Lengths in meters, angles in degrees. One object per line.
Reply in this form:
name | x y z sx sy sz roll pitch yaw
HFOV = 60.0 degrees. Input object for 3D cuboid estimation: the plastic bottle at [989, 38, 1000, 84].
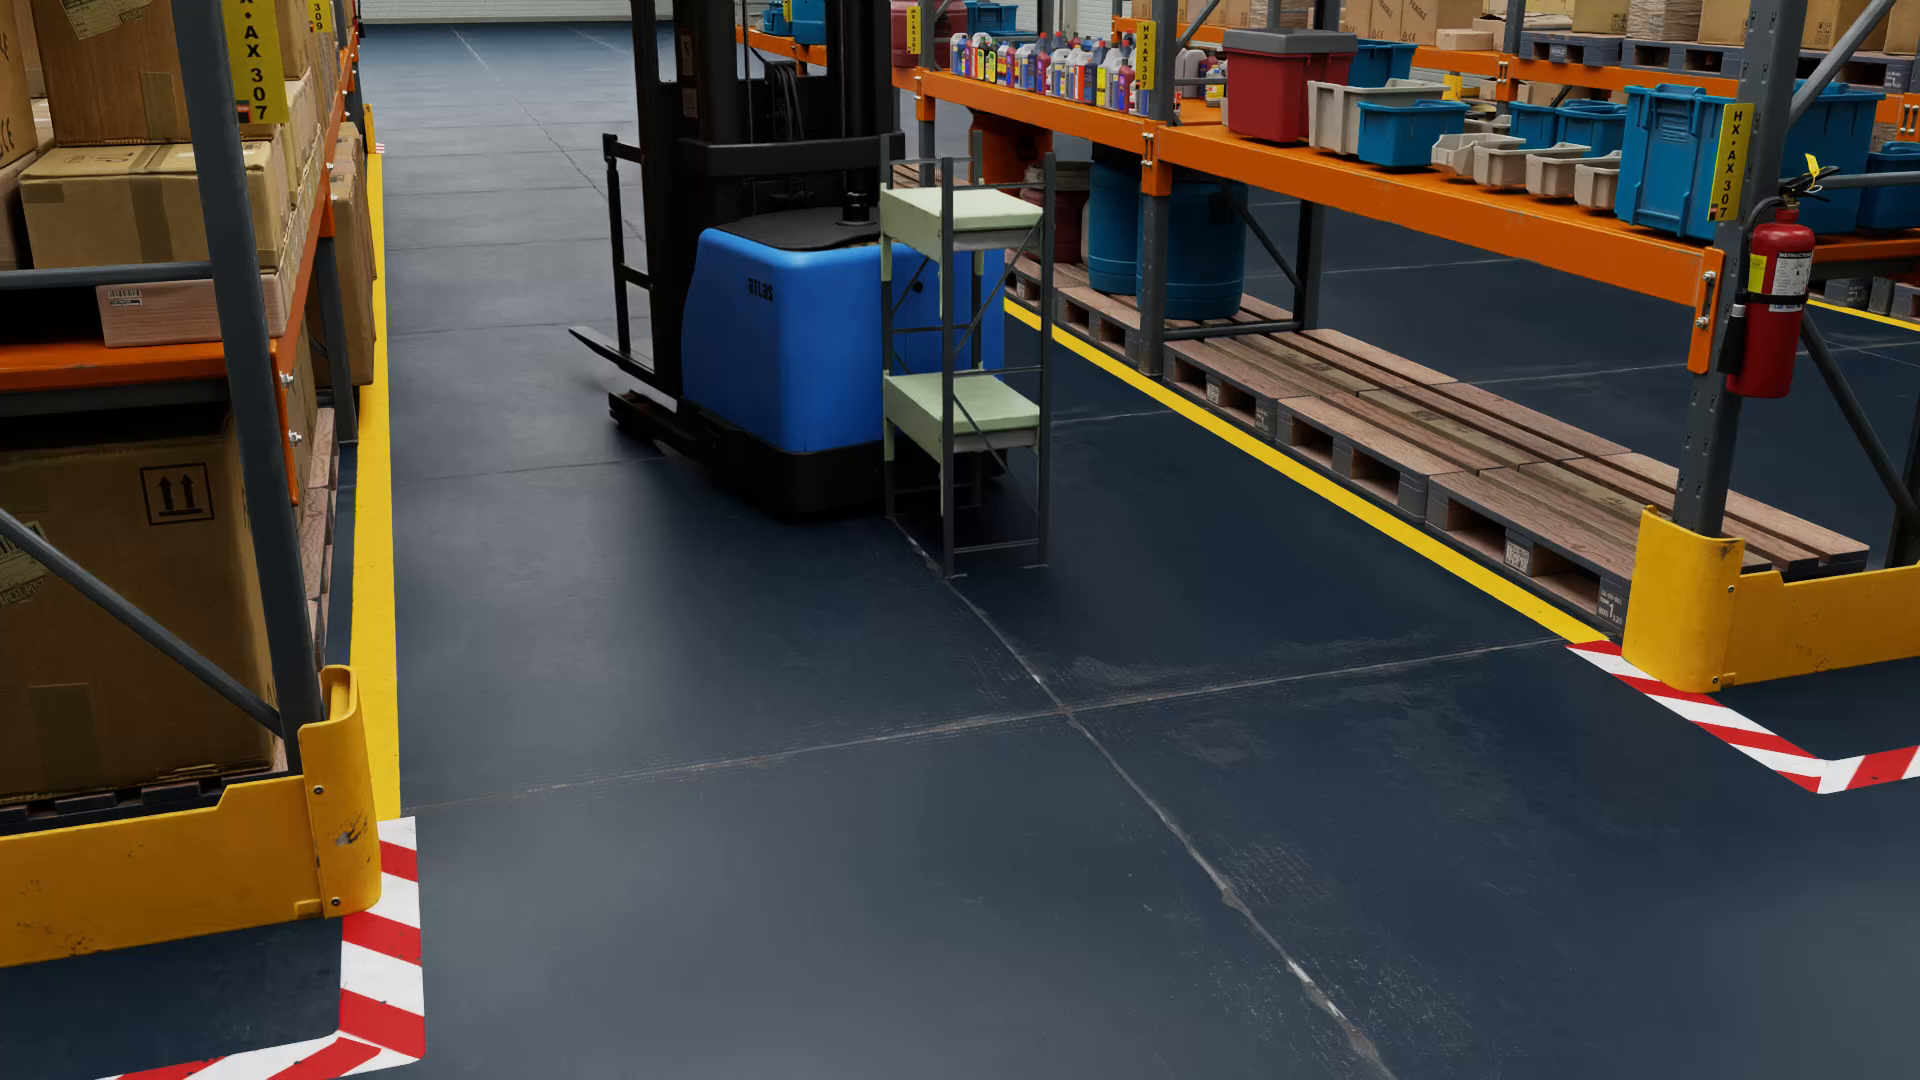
plastic bottle | 0.236 -3.126 10.855 0.061 0.283 0.133 -6 21 -17

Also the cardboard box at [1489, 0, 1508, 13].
cardboard box | 7.109 -6.828 21.181 0.500 0.250 0.500 -7 21 -19

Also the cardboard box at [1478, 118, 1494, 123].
cardboard box | 4.495 -3.459 14.226 0.500 0.311 0.500 -6 21 -16

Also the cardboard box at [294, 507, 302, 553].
cardboard box | -2.561 -0.218 5.107 0.875 0.875 0.875 -6 21 -17

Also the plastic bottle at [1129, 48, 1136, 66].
plastic bottle | 0.984 -2.593 9.272 0.144 0.351 0.185 -6 21 -17

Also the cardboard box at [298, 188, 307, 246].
cardboard box | -2.202 -0.974 5.063 0.380 0.149 0.250 -7 21 -18

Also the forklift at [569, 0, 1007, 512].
forklift | -1.011 -1.934 7.465 1.130 2.935 3.031 -12 23 -30

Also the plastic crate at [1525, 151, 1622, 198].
plastic crate | 2.199 -1.299 5.896 0.396 0.136 0.243 -6 21 -17

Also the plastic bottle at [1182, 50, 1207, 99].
plastic bottle | 1.372 -2.769 9.871 0.152 0.276 0.135 -6 21 -17

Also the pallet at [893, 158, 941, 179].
pallet | -0.784 -3.348 15.425 1.003 0.211 1.213 -6 21 -17

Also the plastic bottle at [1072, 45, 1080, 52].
plastic bottle | 0.813 -3.334 11.554 0.097 0.201 0.097 0 20 0

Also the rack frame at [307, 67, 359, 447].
rack frame | -3.255 -1.815 7.032 1.000 3.000 0.127 -6 21 -17

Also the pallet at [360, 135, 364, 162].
pallet | -6.781 -4.064 17.420 1.003 0.211 1.213 -6 21 -17

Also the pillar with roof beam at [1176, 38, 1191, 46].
pillar with roof beam | 0.263 -13.329 30.213 9.100 9.000 0.400 -6 21 -17

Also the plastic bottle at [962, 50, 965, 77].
plastic bottle | 0.060 -3.287 11.423 0.097 0.201 0.097 0 20 0

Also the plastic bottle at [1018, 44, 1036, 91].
plastic bottle | 0.455 -2.948 10.370 0.152 0.276 0.135 -6 21 -17

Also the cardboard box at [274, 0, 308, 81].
cardboard box | -2.703 -1.957 6.099 0.500 0.500 0.500 -6 21 -17

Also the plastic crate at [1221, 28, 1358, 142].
plastic crate | 1.490 -2.086 7.604 0.402 0.464 0.583 -6 21 -17

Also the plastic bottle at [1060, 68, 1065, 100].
plastic bottle | 0.638 -2.696 9.779 0.097 0.201 0.097 0 20 0

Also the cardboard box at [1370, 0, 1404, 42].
cardboard box | 4.185 -4.902 15.480 0.500 0.500 0.500 -6 21 -17

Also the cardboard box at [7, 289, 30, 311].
cardboard box | -2.584 -0.657 4.179 0.380 0.149 0.250 -6 21 -17

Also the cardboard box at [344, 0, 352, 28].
cardboard box | -5.976 -4.884 14.989 0.875 0.500 0.500 -6 21 -17

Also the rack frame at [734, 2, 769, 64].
rack frame | -2.325 -6.192 19.218 1.000 3.000 0.127 -6 21 -17

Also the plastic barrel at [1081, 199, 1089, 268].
plastic barrel | 0.977 -1.962 10.501 0.421 0.512 0.421 0 20 0

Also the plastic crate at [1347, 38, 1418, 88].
plastic crate | 1.918 -2.248 8.173 0.392 0.384 0.575 -6 21 -17

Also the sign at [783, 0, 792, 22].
sign | -1.593 -4.984 15.445 0.100 0.325 0.005 -6 21 -17

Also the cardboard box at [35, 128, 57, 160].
cardboard box | -2.561 -0.891 4.241 0.500 0.250 0.500 -7 21 -18

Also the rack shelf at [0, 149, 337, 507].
rack shelf | -2.626 -0.834 5.366 1.077 0.370 4.000 -6 21 -17

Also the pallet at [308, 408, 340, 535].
pallet | -3.090 -0.250 6.800 1.003 0.211 1.213 -6 21 -17

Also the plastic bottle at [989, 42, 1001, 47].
plastic bottle | 0.233 -3.209 11.103 0.097 0.271 0.097 0 20 0

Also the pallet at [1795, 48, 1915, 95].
pallet | 6.003 -3.044 10.737 1.003 0.211 1.213 -6 21 -17

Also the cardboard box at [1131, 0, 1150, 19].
cardboard box | 2.513 -6.613 20.242 0.700 0.500 0.500 -6 21 -17

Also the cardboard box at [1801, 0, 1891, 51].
cardboard box | 5.938 -3.501 10.956 0.700 0.500 0.500 -3 20 -9

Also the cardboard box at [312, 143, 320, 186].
cardboard box | -2.606 -1.386 6.209 0.380 0.149 0.250 -6 21 -16

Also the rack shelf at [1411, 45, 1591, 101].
rack shelf | 4.265 -4.453 15.441 1.077 0.370 4.000 -6 21 -17

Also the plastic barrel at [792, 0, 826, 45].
plastic barrel | -1.234 -4.988 15.125 0.600 0.901 0.708 -6 21 -17

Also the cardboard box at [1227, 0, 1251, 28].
cardboard box | 3.319 -5.791 17.953 0.700 0.500 0.500 -7 21 -18

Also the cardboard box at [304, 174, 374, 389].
cardboard box | -3.475 -1.216 7.886 1.225 0.875 0.875 -6 21 -17

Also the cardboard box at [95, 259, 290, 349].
cardboard box | -1.796 -0.562 3.915 0.380 0.149 0.250 -6 21 -17

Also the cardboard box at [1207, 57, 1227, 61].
cardboard box | 2.976 -5.137 18.619 0.500 0.500 0.500 -6 21 -17

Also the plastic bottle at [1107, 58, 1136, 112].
plastic bottle | 0.902 -2.492 9.101 0.152 0.276 0.135 -6 21 -17

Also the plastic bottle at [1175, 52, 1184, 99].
plastic bottle | 1.228 -2.753 9.826 0.152 0.276 0.135 -6 21 -17

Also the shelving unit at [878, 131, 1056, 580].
shelving unit | 0.011 -0.702 6.153 0.431 1.500 0.755 -7 21 -18

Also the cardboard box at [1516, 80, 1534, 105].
cardboard box | 7.392 -5.772 21.375 0.500 0.311 0.500 -5 20 -13

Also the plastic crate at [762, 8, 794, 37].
plastic crate | -1.673 -5.165 16.578 0.499 0.251 0.616 -6 21 -17

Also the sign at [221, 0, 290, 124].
sign | -1.469 -1.033 3.457 0.100 0.325 0.005 -6 21 -17

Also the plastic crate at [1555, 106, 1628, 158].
plastic crate | 2.525 -1.544 6.435 0.416 0.233 0.300 -6 21 -17

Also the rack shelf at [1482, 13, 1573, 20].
rack shelf | 7.709 -6.264 20.483 1.077 0.370 4.000 -6 21 -17

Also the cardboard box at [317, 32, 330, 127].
cardboard box | -3.478 -2.358 8.396 0.500 0.500 0.500 -7 21 -18

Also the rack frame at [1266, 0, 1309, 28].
rack frame | 3.636 -5.433 17.106 1.000 3.000 0.127 -6 21 -17

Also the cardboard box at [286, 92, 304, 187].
cardboard box | -2.385 -1.278 5.319 0.500 0.250 0.500 -7 21 -18
